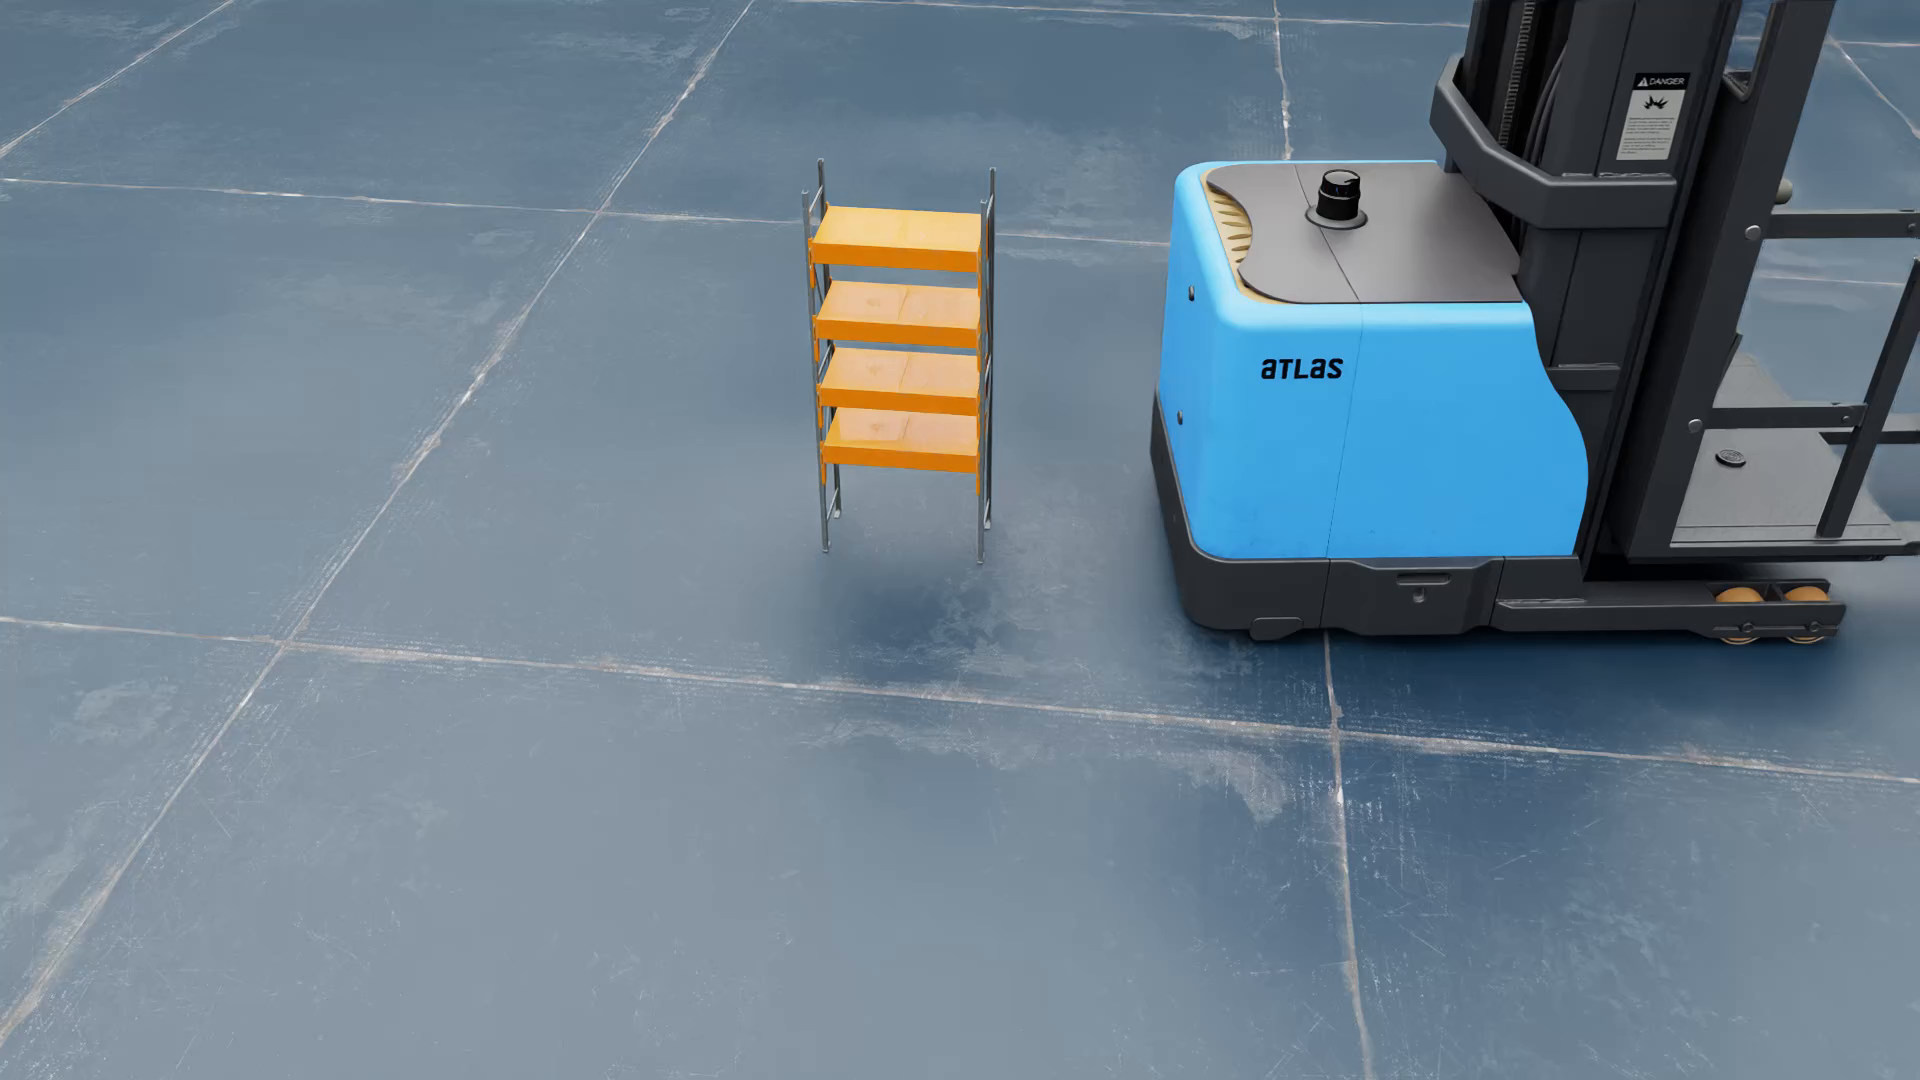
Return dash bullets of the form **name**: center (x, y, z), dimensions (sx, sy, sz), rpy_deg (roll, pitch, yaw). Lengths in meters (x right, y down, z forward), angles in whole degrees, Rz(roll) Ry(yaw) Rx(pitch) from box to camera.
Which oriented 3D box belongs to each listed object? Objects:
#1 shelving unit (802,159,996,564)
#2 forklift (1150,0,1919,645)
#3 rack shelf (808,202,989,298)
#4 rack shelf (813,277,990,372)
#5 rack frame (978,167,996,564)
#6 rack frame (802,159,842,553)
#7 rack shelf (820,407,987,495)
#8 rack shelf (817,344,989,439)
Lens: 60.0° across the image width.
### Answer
- **shelving unit**: center (-0.164, -0.501, 4.919), dimensions (0.503, 1.200, 0.258), rpy_deg (4, 36, 6)
- **forklift**: center (2.156, -1.199, 4.407), dimensions (3.031, 2.935, 1.130), rpy_deg (-1, 36, -1)
- **rack shelf**: center (-0.164, -0.820, 4.690), dimensions (0.480, 0.148, 0.258), rpy_deg (4, 36, 6)
- **rack shelf**: center (-0.164, -0.628, 4.828), dimensions (0.480, 0.148, 0.258), rpy_deg (4, 36, 6)
- **rack frame**: center (0.078, -0.483, 4.893), dimensions (0.015, 1.200, 0.240), rpy_deg (4, 36, 6)
- **rack frame**: center (-0.406, -0.519, 4.944), dimensions (0.015, 1.200, 0.240), rpy_deg (4, 36, 6)
- **rack shelf**: center (-0.164, -0.284, 5.073), dimensions (0.480, 0.148, 0.258), rpy_deg (4, 36, 6)
- **rack shelf**: center (-0.164, -0.446, 4.958), dimensions (0.480, 0.148, 0.258), rpy_deg (4, 36, 6)
